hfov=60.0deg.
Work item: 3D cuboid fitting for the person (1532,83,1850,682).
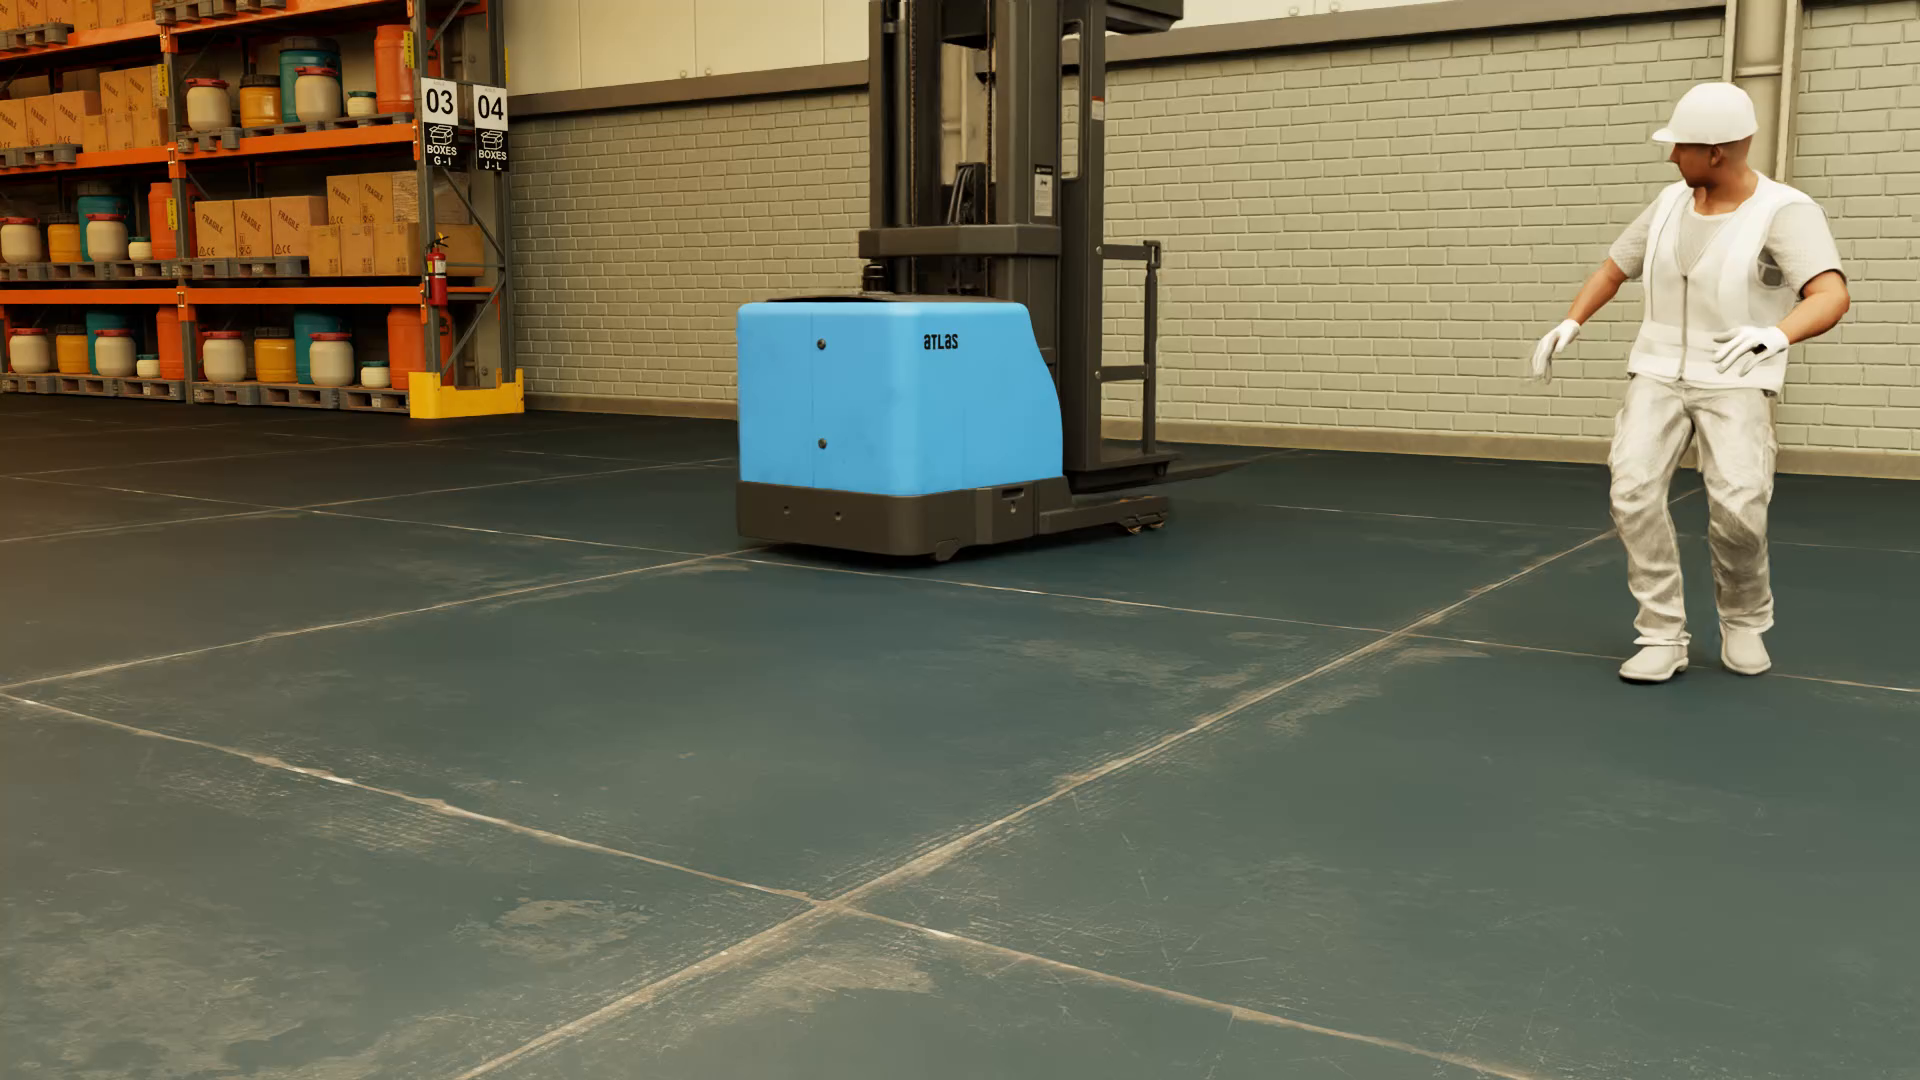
[{"bbox_3d":[2.044,-0.433,4.723,0.763,1.657,0.862,-8,11,-44],"label":"person"}]

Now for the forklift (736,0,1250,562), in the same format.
[{"bbox_3d":[0.350,-1.521,7.889,1.130,2.935,3.031,7,10,39],"label":"forklift"}]
